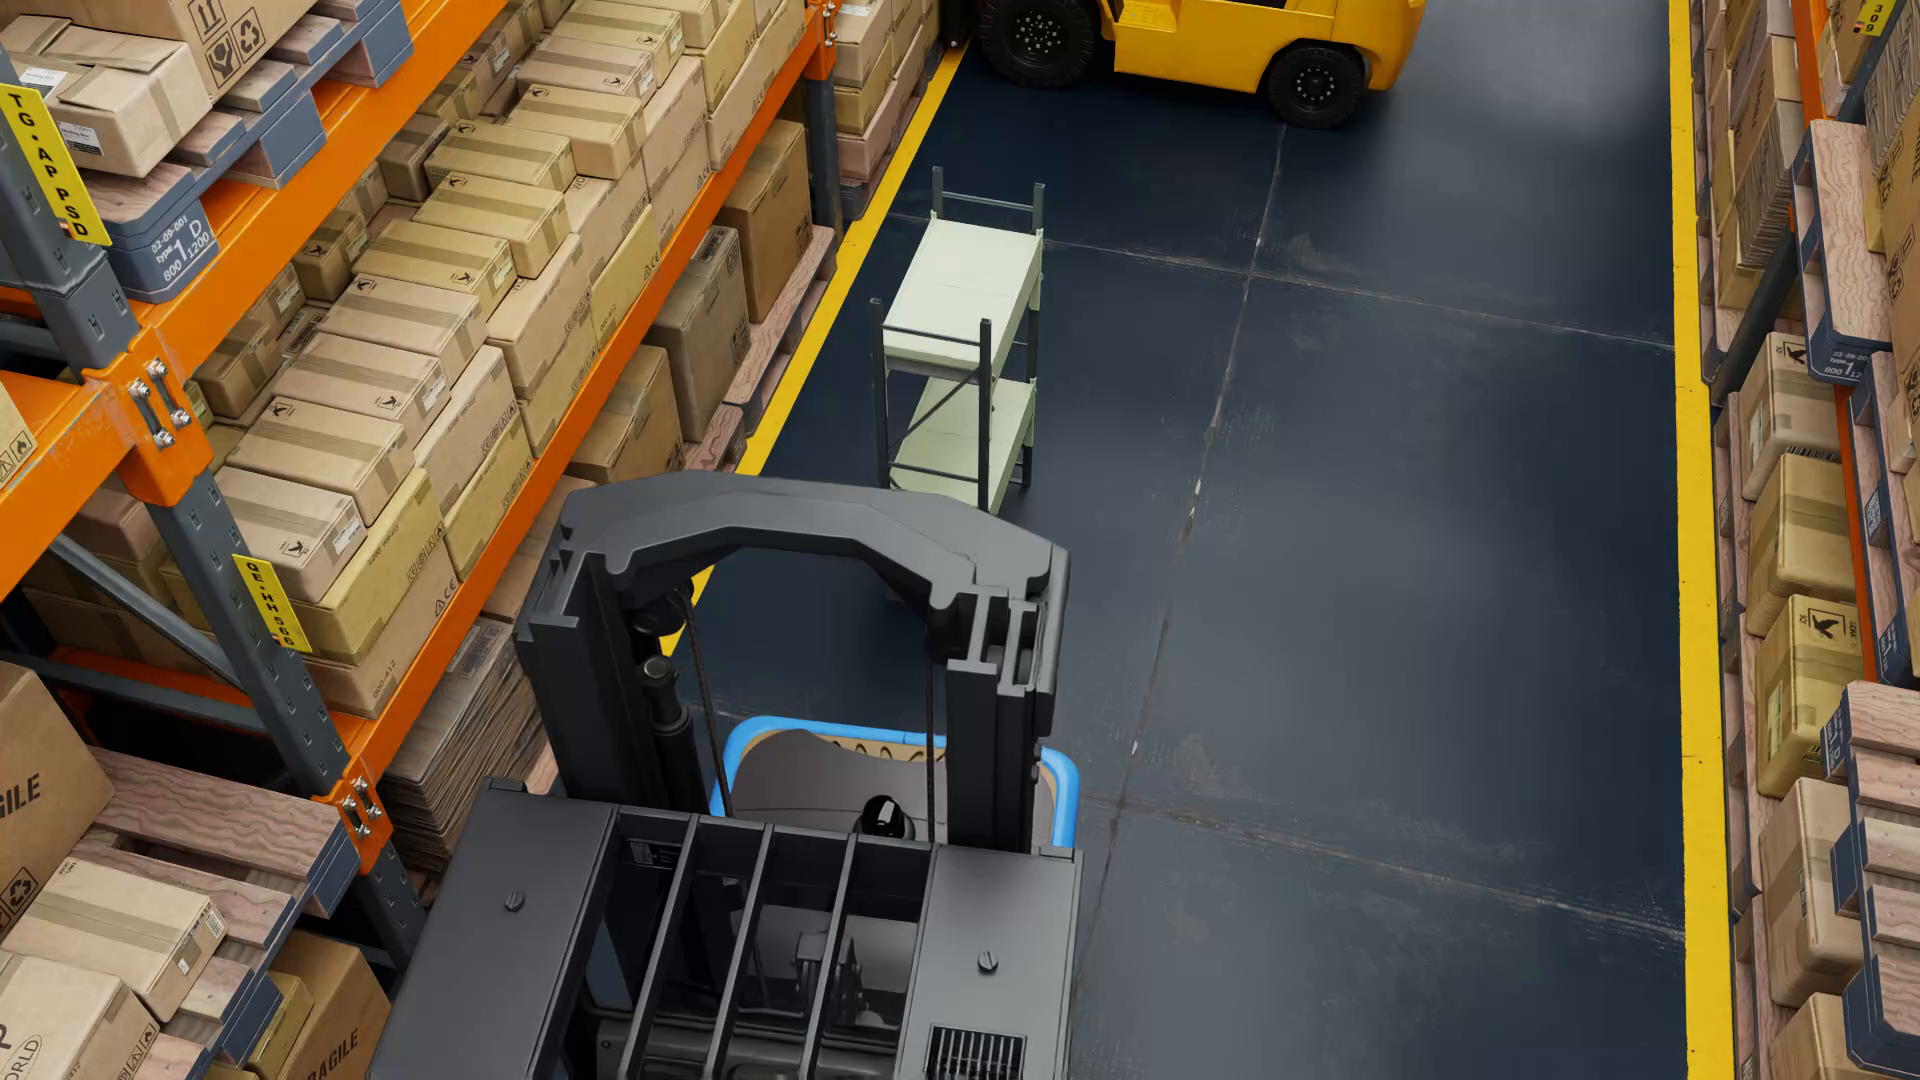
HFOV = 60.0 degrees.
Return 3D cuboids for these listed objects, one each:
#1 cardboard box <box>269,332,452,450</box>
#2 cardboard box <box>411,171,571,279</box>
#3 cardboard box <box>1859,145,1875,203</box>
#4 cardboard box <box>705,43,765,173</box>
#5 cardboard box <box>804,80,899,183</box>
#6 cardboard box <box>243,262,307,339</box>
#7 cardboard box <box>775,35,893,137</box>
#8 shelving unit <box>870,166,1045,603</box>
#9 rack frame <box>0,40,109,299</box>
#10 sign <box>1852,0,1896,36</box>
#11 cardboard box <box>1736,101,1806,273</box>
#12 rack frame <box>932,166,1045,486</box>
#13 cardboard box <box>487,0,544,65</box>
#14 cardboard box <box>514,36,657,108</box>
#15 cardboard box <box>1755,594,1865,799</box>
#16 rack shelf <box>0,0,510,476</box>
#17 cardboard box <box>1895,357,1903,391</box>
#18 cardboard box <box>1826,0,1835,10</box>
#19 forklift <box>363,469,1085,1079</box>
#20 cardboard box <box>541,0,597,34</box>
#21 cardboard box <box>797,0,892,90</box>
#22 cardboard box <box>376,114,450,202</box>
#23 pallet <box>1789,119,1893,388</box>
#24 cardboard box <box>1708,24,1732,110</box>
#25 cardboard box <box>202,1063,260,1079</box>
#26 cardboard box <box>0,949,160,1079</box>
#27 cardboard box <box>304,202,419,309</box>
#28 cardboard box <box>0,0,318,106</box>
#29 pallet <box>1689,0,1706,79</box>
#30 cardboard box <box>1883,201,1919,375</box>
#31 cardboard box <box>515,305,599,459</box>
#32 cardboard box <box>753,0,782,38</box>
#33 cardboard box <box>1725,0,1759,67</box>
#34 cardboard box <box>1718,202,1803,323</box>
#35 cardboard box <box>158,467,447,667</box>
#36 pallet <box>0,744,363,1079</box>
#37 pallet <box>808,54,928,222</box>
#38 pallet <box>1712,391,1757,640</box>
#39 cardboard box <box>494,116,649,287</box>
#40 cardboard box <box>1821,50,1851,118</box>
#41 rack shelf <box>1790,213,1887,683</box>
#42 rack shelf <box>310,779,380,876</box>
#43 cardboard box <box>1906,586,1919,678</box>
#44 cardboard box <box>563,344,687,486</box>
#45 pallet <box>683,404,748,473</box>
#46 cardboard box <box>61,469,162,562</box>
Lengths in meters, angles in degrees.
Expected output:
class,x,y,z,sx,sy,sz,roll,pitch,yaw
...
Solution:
class,x,y,z,sx,sy,sz,roll,pitch,yaw
cardboard box,-1.625,-0.399,4.521,0.380,0.149,0.250,13,50,11
cardboard box,-1.408,-0.951,5.008,0.380,0.149,0.250,13,50,11
cardboard box,3.287,-1.230,5.641,0.380,0.149,0.250,12,50,11
cardboard box,-1.060,-1.658,6.231,0.500,0.250,0.500,11,50,10
cardboard box,-0.606,-2.002,7.989,0.500,0.250,0.500,12,50,10
cardboard box,-2.130,-0.696,4.783,0.380,0.149,0.250,11,49,9
cardboard box,-0.627,-2.172,7.805,0.500,0.250,0.500,11,50,10
shelving unit,0.002,-0.501,6.111,0.431,1.500,0.755,12,50,10
rack frame,-2.105,-1.580,2.061,1.000,3.000,0.127,12,50,10
sign,3.212,-1.899,5.767,0.100,0.325,0.005,12,50,10
cardboard box,3.634,-1.469,7.019,0.500,0.500,0.500,11,49,10
rack frame,0.098,-0.766,6.344,0.400,1.500,0.023,12,50,10
cardboard box,-1.677,-1.796,5.754,0.380,0.149,0.250,12,50,10
cardboard box,-1.236,-1.515,5.506,0.380,0.149,0.250,12,50,10
cardboard box,3.234,0.623,5.591,0.950,0.372,0.625,13,50,11
rack shelf,-1.579,-1.796,4.732,1.077,0.370,4.000,12,50,10
cardboard box,3.037,-0.474,4.974,0.380,0.149,0.250,12,50,10
cardboard box,3.743,-2.387,6.510,0.500,0.500,0.500,13,50,11
forklift,-0.361,1.386,3.491,1.130,2.935,3.031,6,49,5
cardboard box,-1.576,-1.926,6.134,0.500,0.250,0.500,11,50,10
cardboard box,-0.623,-2.336,7.617,0.500,0.250,0.500,11,49,9
cardboard box,-1.830,-1.232,5.256,0.380,0.149,0.250,13,50,11
pallet,3.396,-0.924,5.611,1.003,0.211,1.213,12,50,10
cardboard box,4.038,-2.340,8.287,0.500,0.250,0.500,15,50,13
cardboard box,-2.033,1.490,4.308,0.380,0.149,0.250,9,49,8
cardboard box,-2.071,1.143,3.479,0.500,0.250,0.500,9,49,8
cardboard box,-1.988,-0.822,5.161,0.500,0.250,0.500,11,50,10
cardboard box,-1.680,-1.268,3.374,0.500,0.500,0.500,12,50,10
pallet,4.522,-2.846,9.040,1.003,0.211,1.213,12,50,10
cardboard box,3.062,-0.782,4.813,0.500,0.500,0.500,11,50,10
cardboard box,-1.487,-0.555,5.258,0.500,0.250,0.500,10,49,9
cardboard box,-0.935,-2.198,6.375,0.500,0.250,0.500,11,49,9
cardboard box,4.032,-2.595,8.012,0.500,0.500,0.500,12,50,11
cardboard box,3.633,-1.221,7.300,0.500,0.250,0.500,14,50,12
cardboard box,-1.729,0.022,4.416,0.500,0.250,0.500,12,50,10
pallet,-2.216,0.973,3.938,1.213,0.211,1.003,12,50,10
pallet,-0.803,-2.132,8.410,1.003,0.211,1.213,12,50,10
pallet,3.534,-0.025,6.550,1.003,0.211,1.213,12,50,10
cardboard box,-1.355,-1.095,5.401,0.500,0.250,0.500,12,50,11
cardboard box,3.528,-1.721,6.354,0.380,0.149,0.250,11,50,10
rack shelf,3.211,0.173,4.995,1.077,0.370,4.000,12,50,10
rack shelf,-2.632,2.090,3.303,1.077,0.370,4.000,12,50,10
cardboard box,2.700,0.261,4.325,0.380,0.149,0.250,12,50,11
cardboard box,-1.587,-0.358,6.288,0.875,0.625,0.625,10,49,8
pallet,-1.528,-0.139,6.651,1.003,0.211,1.213,12,50,10
cardboard box,-2.215,-0.118,4.273,0.380,0.149,0.250,13,50,11
